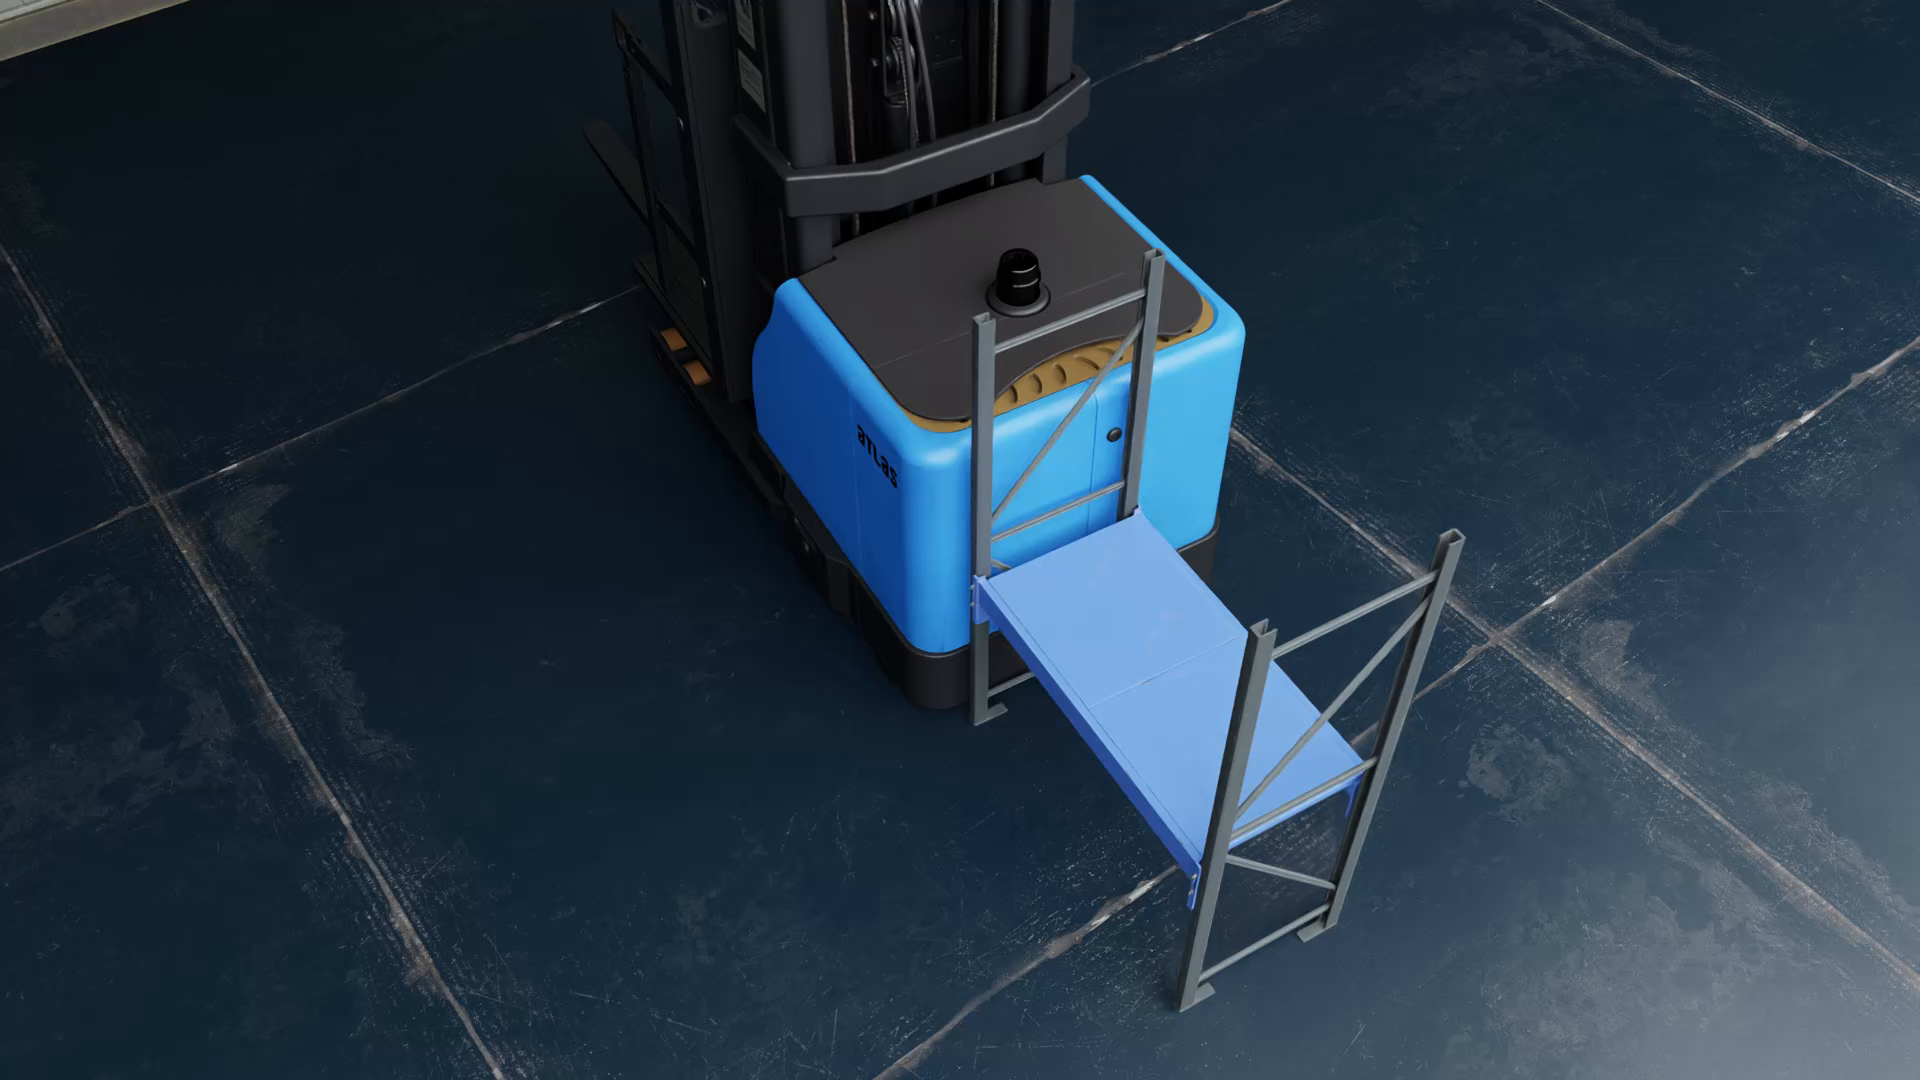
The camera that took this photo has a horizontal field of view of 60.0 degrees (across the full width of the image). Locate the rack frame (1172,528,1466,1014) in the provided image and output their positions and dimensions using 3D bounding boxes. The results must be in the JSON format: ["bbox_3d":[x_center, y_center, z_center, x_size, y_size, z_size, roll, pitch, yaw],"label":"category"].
[{"bbox_3d":[0.759,0.582,3.710,0.500,1.500,0.032,-23,52,-20],"label":"rack frame"}]

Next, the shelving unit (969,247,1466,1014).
[{"bbox_3d":[0.505,0.256,4.006,0.538,1.500,1.048,-23,52,-20],"label":"shelving unit"}]

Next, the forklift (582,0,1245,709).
[{"bbox_3d":[-0.408,-1.591,4.714,1.130,2.935,3.031,-23,52,-20],"label":"forklift"}]

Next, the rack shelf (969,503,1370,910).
[{"bbox_3d":[0.505,0.377,4.139,0.538,0.185,1.000,-23,52,-20],"label":"rack shelf"}]

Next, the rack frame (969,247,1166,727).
[{"bbox_3d":[0.250,-0.070,4.301,0.500,1.500,0.032,-23,52,-20],"label":"rack frame"}]
